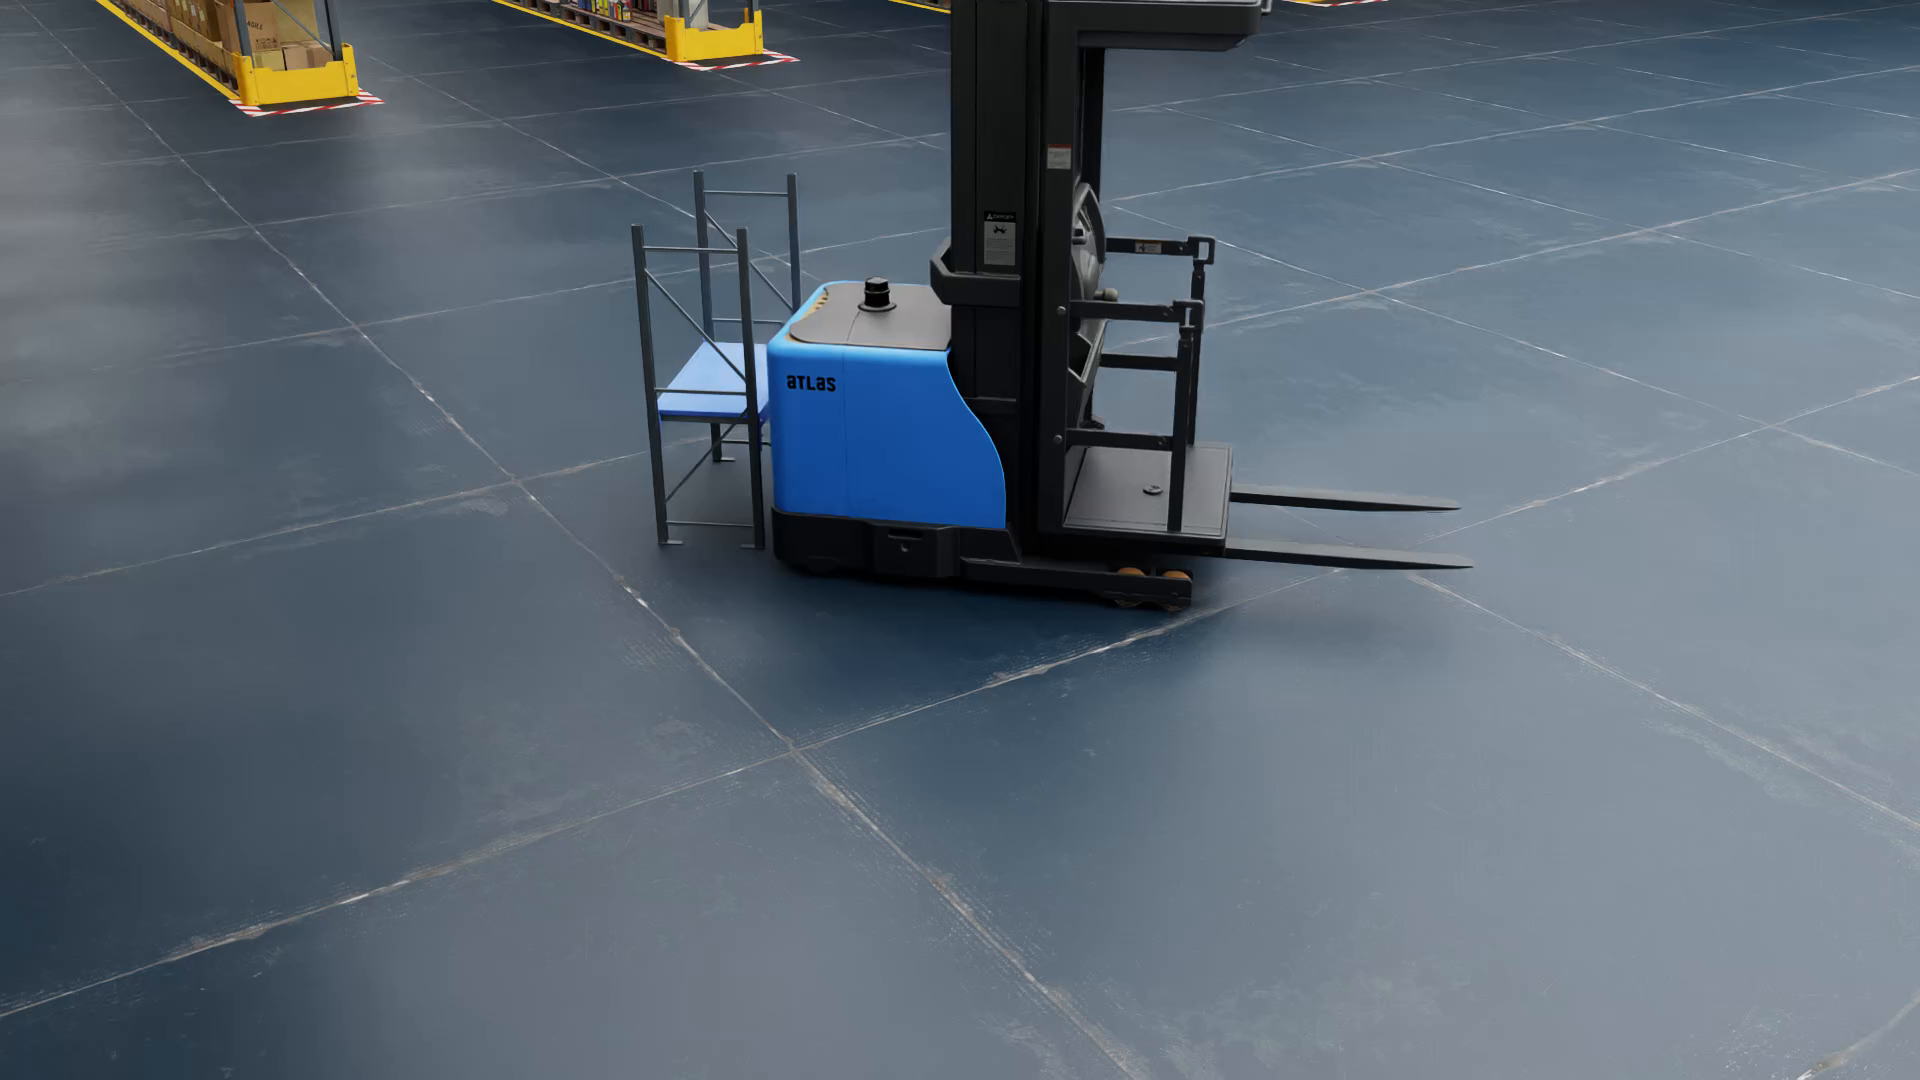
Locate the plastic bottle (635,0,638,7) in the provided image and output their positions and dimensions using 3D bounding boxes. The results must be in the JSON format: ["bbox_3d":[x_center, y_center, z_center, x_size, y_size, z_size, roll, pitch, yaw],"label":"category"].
[{"bbox_3d":[-4.376,-7.431,22.565,0.144,0.351,0.185,-17,30,-32],"label":"plastic bottle"}]

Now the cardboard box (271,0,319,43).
[{"bbox_3d":[-7.424,-5.786,18.343,0.500,0.500,0.500,-16,29,-30],"label":"cardboard box"}]

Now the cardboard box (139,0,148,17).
[{"bbox_3d":[-10.527,-7.083,21.969,0.500,0.250,0.500,-15,29,-29],"label":"cardboard box"}]

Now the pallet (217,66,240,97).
[{"bbox_3d":[-7.495,-5.081,18.266,1.003,0.211,1.213,-16,29,-30],"label":"pallet"}]

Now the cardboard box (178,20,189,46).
[{"bbox_3d":[-8.959,-6.039,19.757,0.500,0.250,0.500,-16,29,-30],"label":"cardboard box"}]

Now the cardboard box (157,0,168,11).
[{"bbox_3d":[-9.688,-6.787,20.685,0.500,0.311,0.500,-16,29,-30],"label":"cardboard box"}]

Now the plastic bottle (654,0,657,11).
[{"bbox_3d":[-4.027,-7.153,22.152,0.097,0.201,0.097,0,25,0],"label":"plastic bottle"}]

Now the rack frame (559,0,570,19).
[{"bbox_3d":[-5.074,-8.662,22.585,1.000,3.000,0.127,-16,29,-30],"label":"rack frame"}]

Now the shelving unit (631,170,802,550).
[{"bbox_3d":[-1.090,-0.868,7.833,0.538,1.500,1.048,3,25,6],"label":"shelving unit"}]

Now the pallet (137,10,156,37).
[{"bbox_3d":[-10.331,-6.939,22.202,1.003,0.211,1.213,-16,29,-30],"label":"pallet"}]

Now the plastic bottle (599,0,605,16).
[{"bbox_3d":[-4.646,-7.058,21.775,0.144,0.351,0.185,-16,30,-30],"label":"plastic bottle"}]

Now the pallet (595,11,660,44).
[{"bbox_3d":[-4.072,-6.714,21.726,1.003,0.211,1.213,-16,29,-30],"label":"pallet"}]

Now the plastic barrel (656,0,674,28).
[{"bbox_3d":[-3.588,-6.693,20.836,0.421,0.512,0.421,0,25,0],"label":"plastic barrel"}]

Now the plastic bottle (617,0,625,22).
[{"bbox_3d":[-4.340,-6.794,21.295,0.061,0.283,0.133,-15,29,-28],"label":"plastic bottle"}]

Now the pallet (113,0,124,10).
[{"bbox_3d":[-11.786,-7.954,24.353,1.003,0.211,1.213,-16,29,-30],"label":"pallet"}]

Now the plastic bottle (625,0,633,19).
[{"bbox_3d":[-4.286,-6.878,21.473,0.061,0.283,0.133,-16,29,-30],"label":"plastic bottle"}]

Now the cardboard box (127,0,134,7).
[{"bbox_3d":[-11.095,-7.451,22.748,0.500,0.250,0.500,-16,30,-31],"label":"cardboard box"}]

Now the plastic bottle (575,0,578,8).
[{"bbox_3d":[-5.157,-7.307,22.476,0.097,0.201,0.097,0,25,0],"label":"plastic bottle"}]

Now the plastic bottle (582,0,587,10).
[{"bbox_3d":[-4.981,-7.278,22.240,0.144,0.351,0.185,-15,29,-28],"label":"plastic bottle"}]

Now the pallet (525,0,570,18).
[{"bbox_3d":[-5.535,-7.673,23.756,1.003,0.211,1.213,-16,29,-30],"label":"pallet"}]

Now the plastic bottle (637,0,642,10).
[{"bbox_3d":[-4.272,-7.252,22.265,0.061,0.283,0.133,-16,29,-30],"label":"plastic bottle"}]

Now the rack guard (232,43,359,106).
[{"bbox_3d":[-7.030,-4.939,17.627,1.175,0.500,0.348,-16,29,-30],"label":"rack guard"}]

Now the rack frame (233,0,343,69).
[{"bbox_3d":[-7.043,-6.078,17.112,1.000,3.000,0.127,-16,29,-30],"label":"rack frame"}]

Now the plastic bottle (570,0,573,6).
[{"bbox_3d":[-5.268,-7.411,22.616,0.097,0.271,0.097,0,25,0],"label":"plastic bottle"}]

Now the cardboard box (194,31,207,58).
[{"bbox_3d":[-8.412,-5.681,19.000,0.500,0.250,0.500,-16,29,-30],"label":"cardboard box"}]

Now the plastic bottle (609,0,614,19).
[{"bbox_3d":[-4.451,-6.899,21.526,0.152,0.276,0.135,-16,30,-31],"label":"plastic bottle"}]

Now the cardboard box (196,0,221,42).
[{"bbox_3d":[-8.143,-5.841,18.459,0.500,0.500,0.500,-16,29,-30],"label":"cardboard box"}]

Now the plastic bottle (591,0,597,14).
[{"bbox_3d":[-4.823,-7.111,21.966,0.061,0.283,0.133,-14,29,-27],"label":"plastic bottle"}]

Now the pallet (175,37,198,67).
[{"bbox_3d":[-8.827,-5.954,20.115,1.003,0.211,1.213,-16,29,-30],"label":"pallet"}]

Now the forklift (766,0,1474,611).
[{"bbox_3d":[0.731,-1.270,7.006,3.031,2.935,1.130,4,26,9],"label":"forklift"}]

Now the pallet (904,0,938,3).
[{"bbox_3d":[-0.528,-8.323,25.134,1.003,0.211,1.213,-16,29,-30],"label":"pallet"}]

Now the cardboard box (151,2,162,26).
[{"bbox_3d":[-9.970,-6.718,21.195,0.500,0.250,0.500,-16,30,-30],"label":"cardboard box"}]

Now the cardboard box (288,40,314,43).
[{"bbox_3d":[-7.425,-5.446,18.502,0.500,0.250,0.500,-16,29,-30],"label":"cardboard box"}]

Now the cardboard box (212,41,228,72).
[{"bbox_3d":[-7.866,-5.324,18.243,0.500,0.250,0.500,-16,29,-30],"label":"cardboard box"}]

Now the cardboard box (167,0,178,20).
[{"bbox_3d":[-9.236,-6.556,19.974,0.500,0.500,0.500,-16,29,-30],"label":"cardboard box"}]

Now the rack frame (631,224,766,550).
[{"bbox_3d":[-1.148,-0.653,7.376,0.500,1.500,0.032,3,25,6],"label":"rack frame"}]

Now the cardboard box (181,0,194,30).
[{"bbox_3d":[-8.690,-6.198,19.216,0.500,0.500,0.500,-16,29,-30],"label":"cardboard box"}]

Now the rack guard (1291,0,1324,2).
[{"bbox_3d":[5.483,-8.366,24.887,1.175,0.500,0.348,-16,29,-30],"label":"rack guard"}]
